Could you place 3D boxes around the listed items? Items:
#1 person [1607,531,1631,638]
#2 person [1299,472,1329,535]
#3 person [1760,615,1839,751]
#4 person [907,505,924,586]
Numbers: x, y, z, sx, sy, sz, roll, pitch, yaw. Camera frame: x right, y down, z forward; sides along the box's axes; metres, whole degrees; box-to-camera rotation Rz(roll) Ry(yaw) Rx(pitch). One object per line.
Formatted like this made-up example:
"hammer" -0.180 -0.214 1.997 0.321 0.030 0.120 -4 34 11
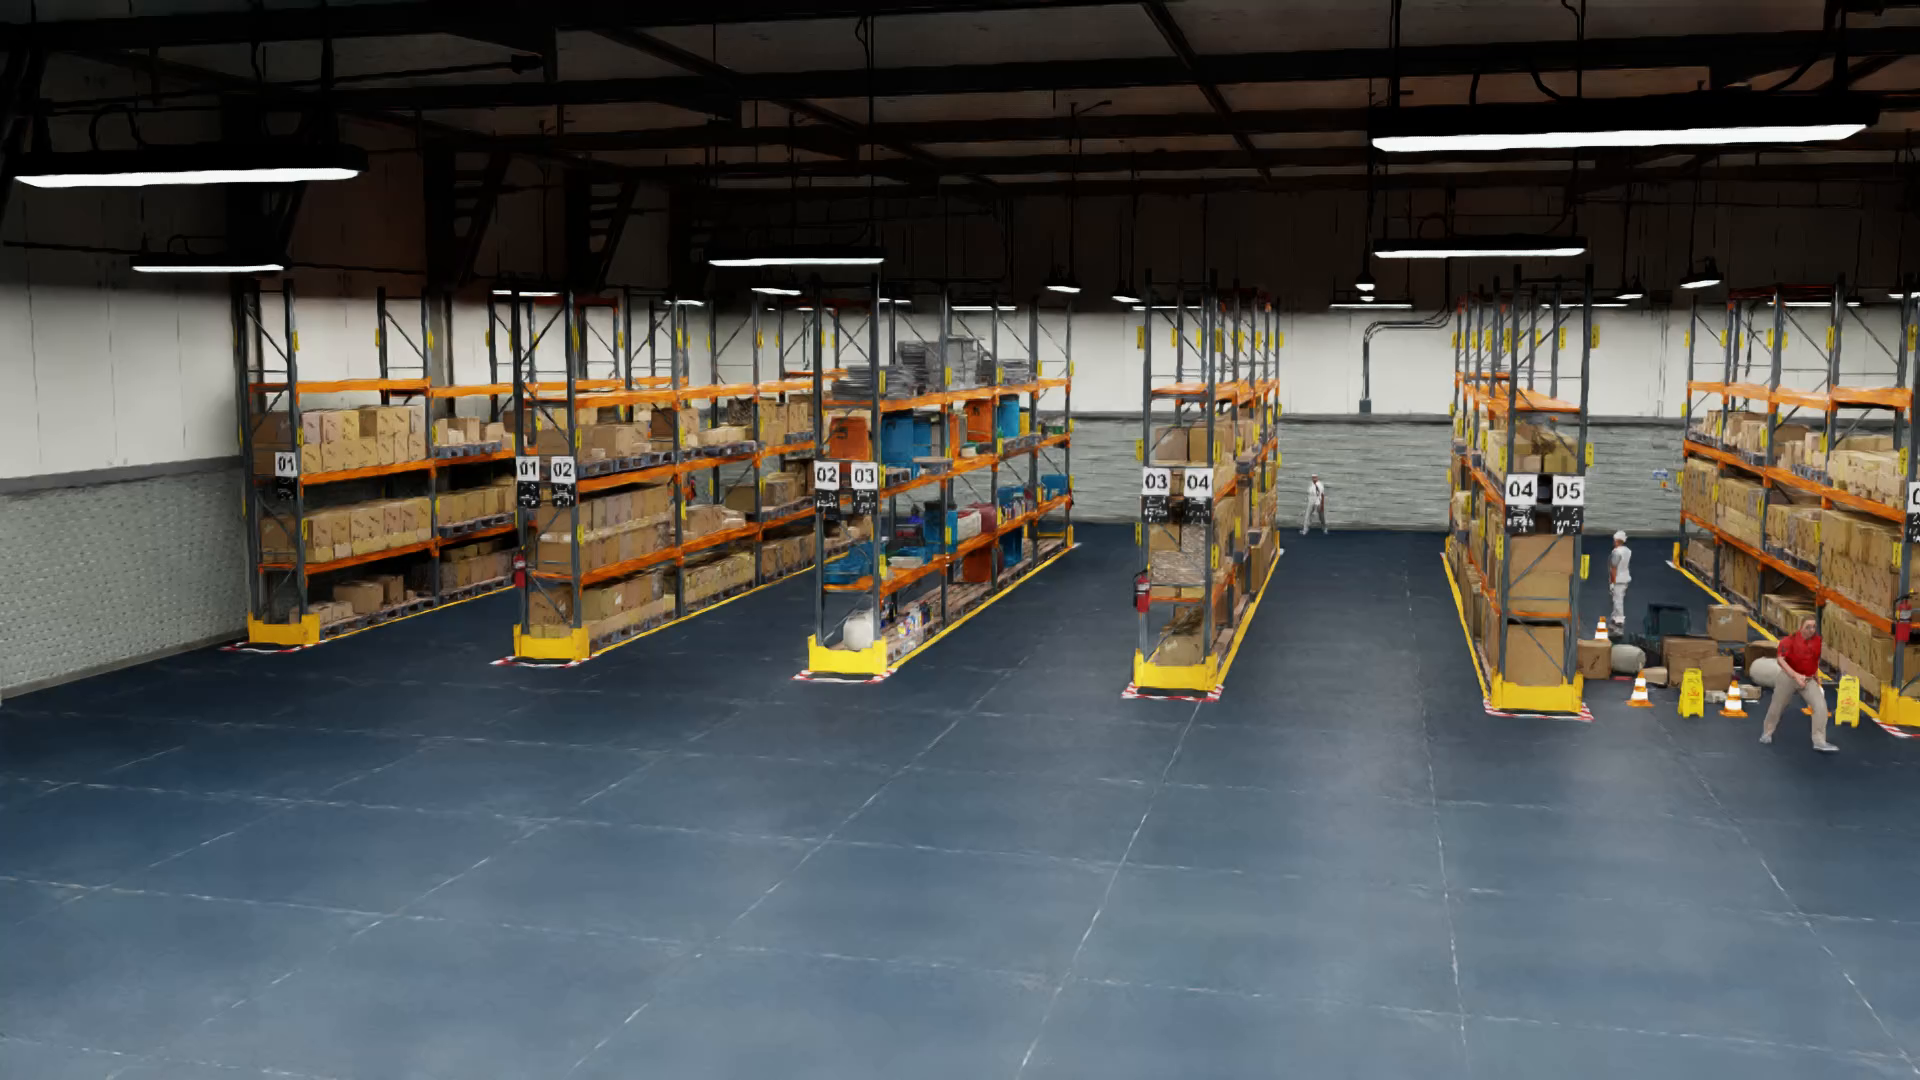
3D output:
"person" 11.072 0.731 28.141 0.489 1.787 0.541 7 10 44
"person" 9.186 -0.953 42.959 0.491 1.623 0.933 5 9 37
"person" 10.323 1.726 20.458 0.701 1.660 0.857 0 7 -2
"person" -0.909 0.098 34.019 0.528 1.656 0.521 7 9 43
